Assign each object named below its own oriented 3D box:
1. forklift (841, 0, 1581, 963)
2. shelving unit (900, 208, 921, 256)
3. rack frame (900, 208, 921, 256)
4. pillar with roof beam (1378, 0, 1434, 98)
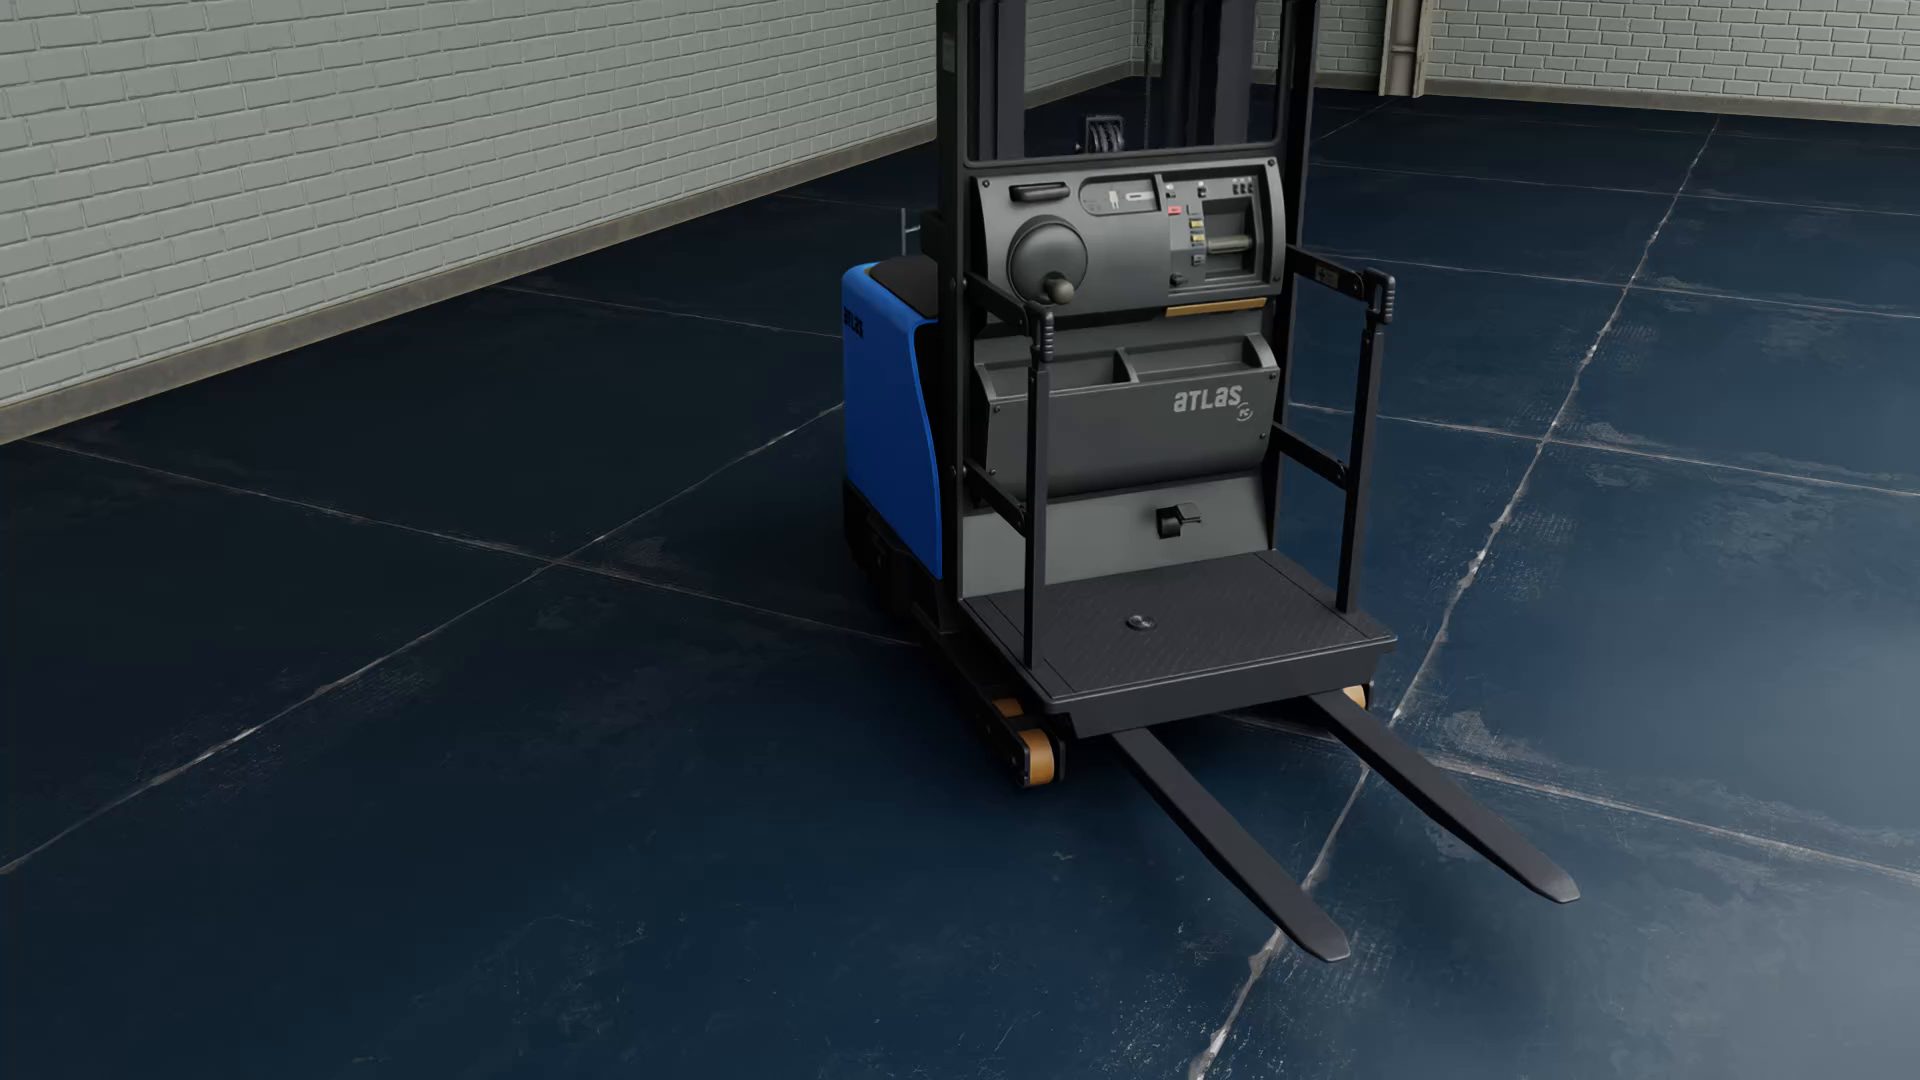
[{"bbox_3d":[0.568,-0.842,4.484,1.130,2.935,3.031,-8,24,-19],"label":"forklift"},{"bbox_3d":[-0.065,-0.650,6.245,0.189,1.200,0.258,19,30,38],"label":"shelving unit"},{"bbox_3d":[-0.134,-0.674,6.301,0.006,1.200,0.240,19,30,38],"label":"rack frame"},{"bbox_3d":[2.536,-7.161,11.590,0.400,9.000,9.100,11,25,25],"label":"pillar with roof beam"}]
